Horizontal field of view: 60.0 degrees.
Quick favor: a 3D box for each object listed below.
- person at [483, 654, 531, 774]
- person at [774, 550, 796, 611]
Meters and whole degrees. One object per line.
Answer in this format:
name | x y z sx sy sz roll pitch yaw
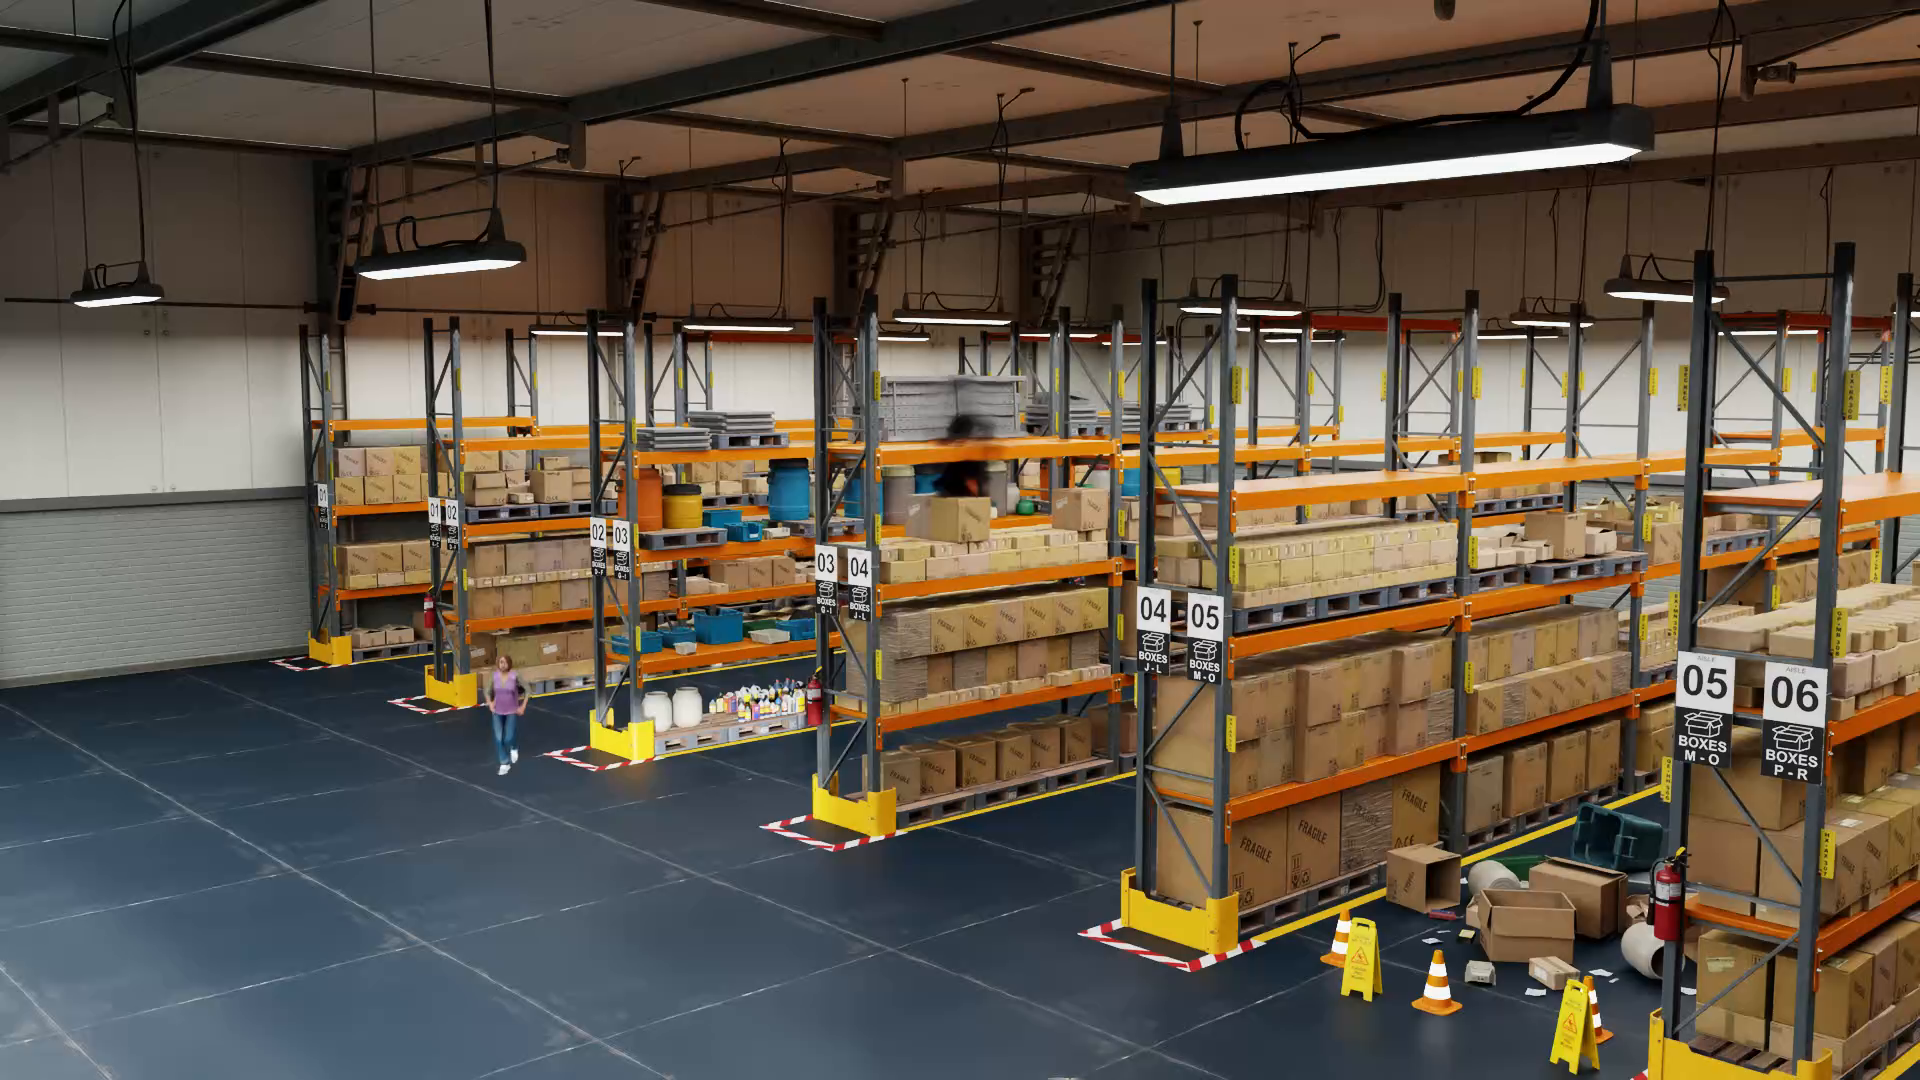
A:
person | -5.850 2.290 21.471 0.584 1.474 0.572 0 6 -4
person | -3.467 1.003 33.068 0.574 1.660 0.548 4 7 37
